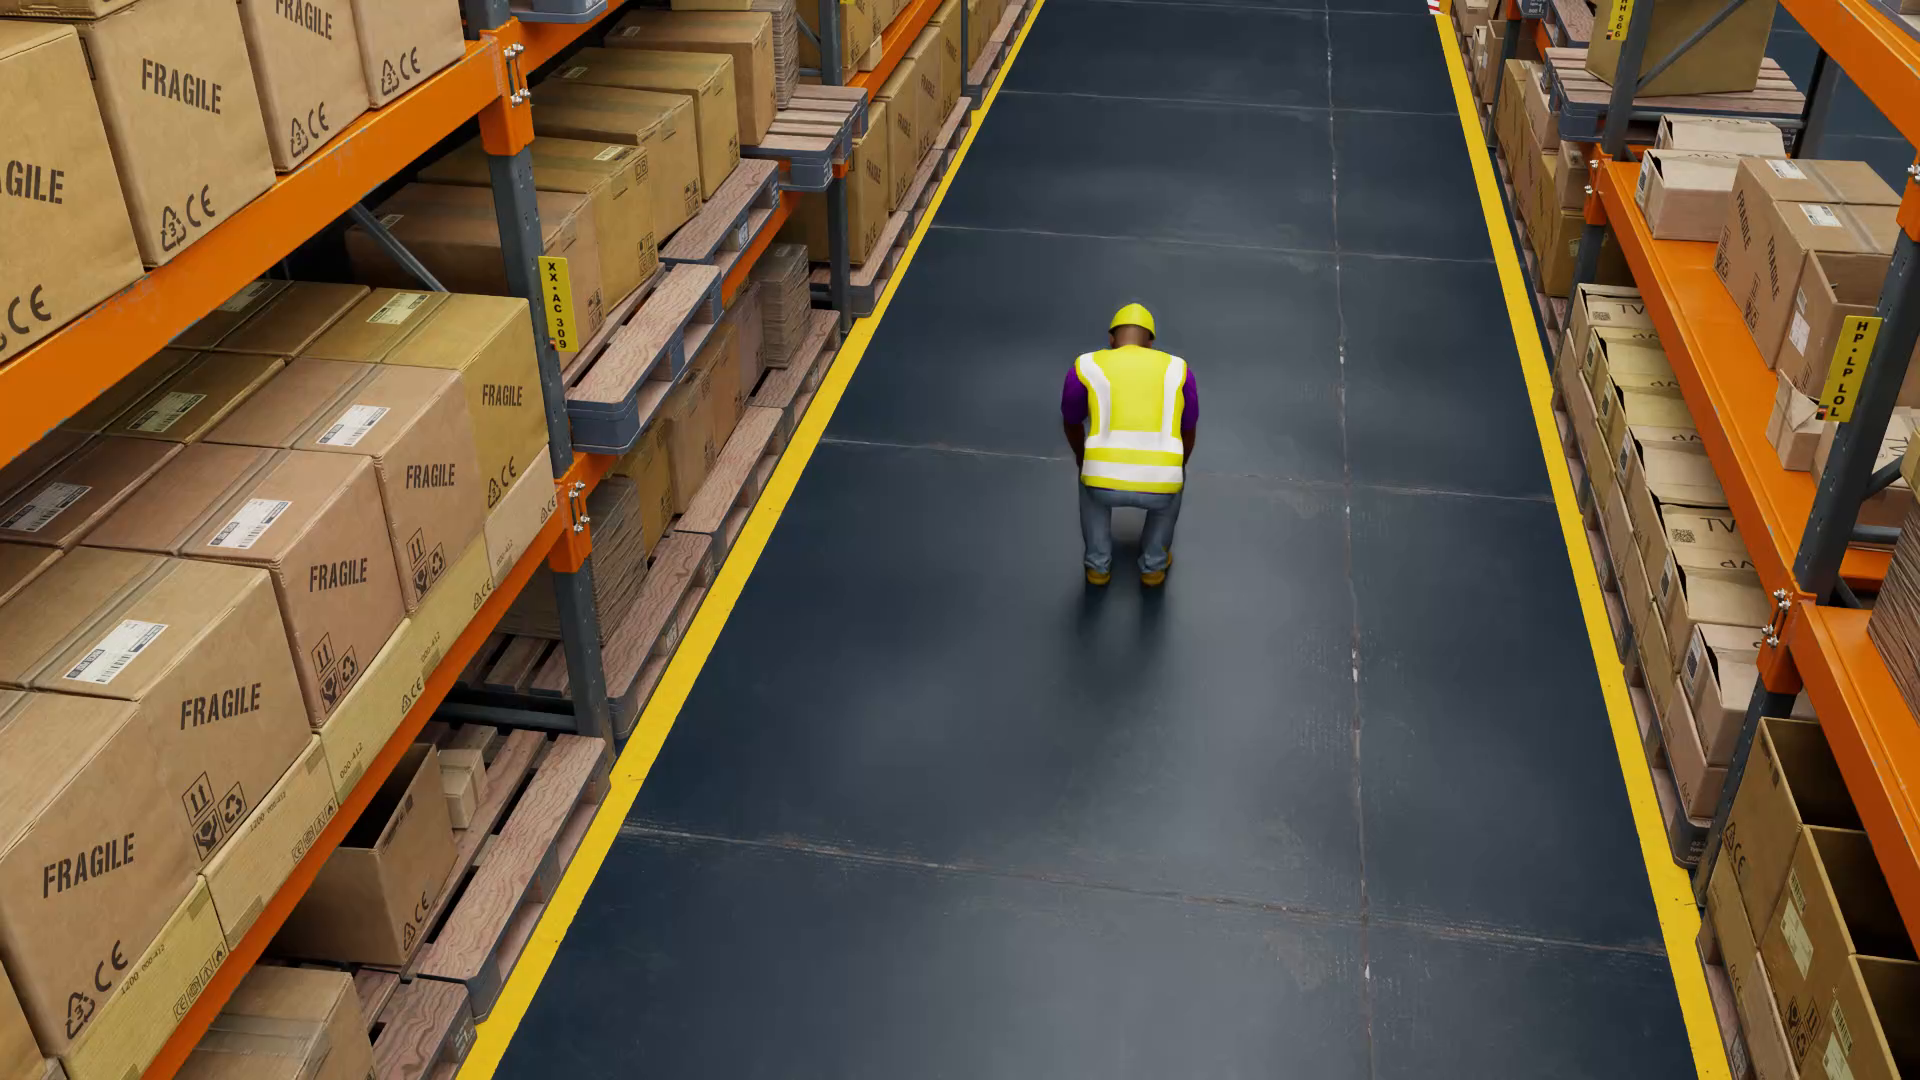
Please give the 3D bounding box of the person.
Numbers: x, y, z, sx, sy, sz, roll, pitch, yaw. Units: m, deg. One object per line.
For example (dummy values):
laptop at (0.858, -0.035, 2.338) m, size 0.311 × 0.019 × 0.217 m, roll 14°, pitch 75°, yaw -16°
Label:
person at (0.727, -0.388, 7.328) m, size 0.607 × 1.133 × 0.856 m, roll 5°, pitch 33°, yaw 8°
